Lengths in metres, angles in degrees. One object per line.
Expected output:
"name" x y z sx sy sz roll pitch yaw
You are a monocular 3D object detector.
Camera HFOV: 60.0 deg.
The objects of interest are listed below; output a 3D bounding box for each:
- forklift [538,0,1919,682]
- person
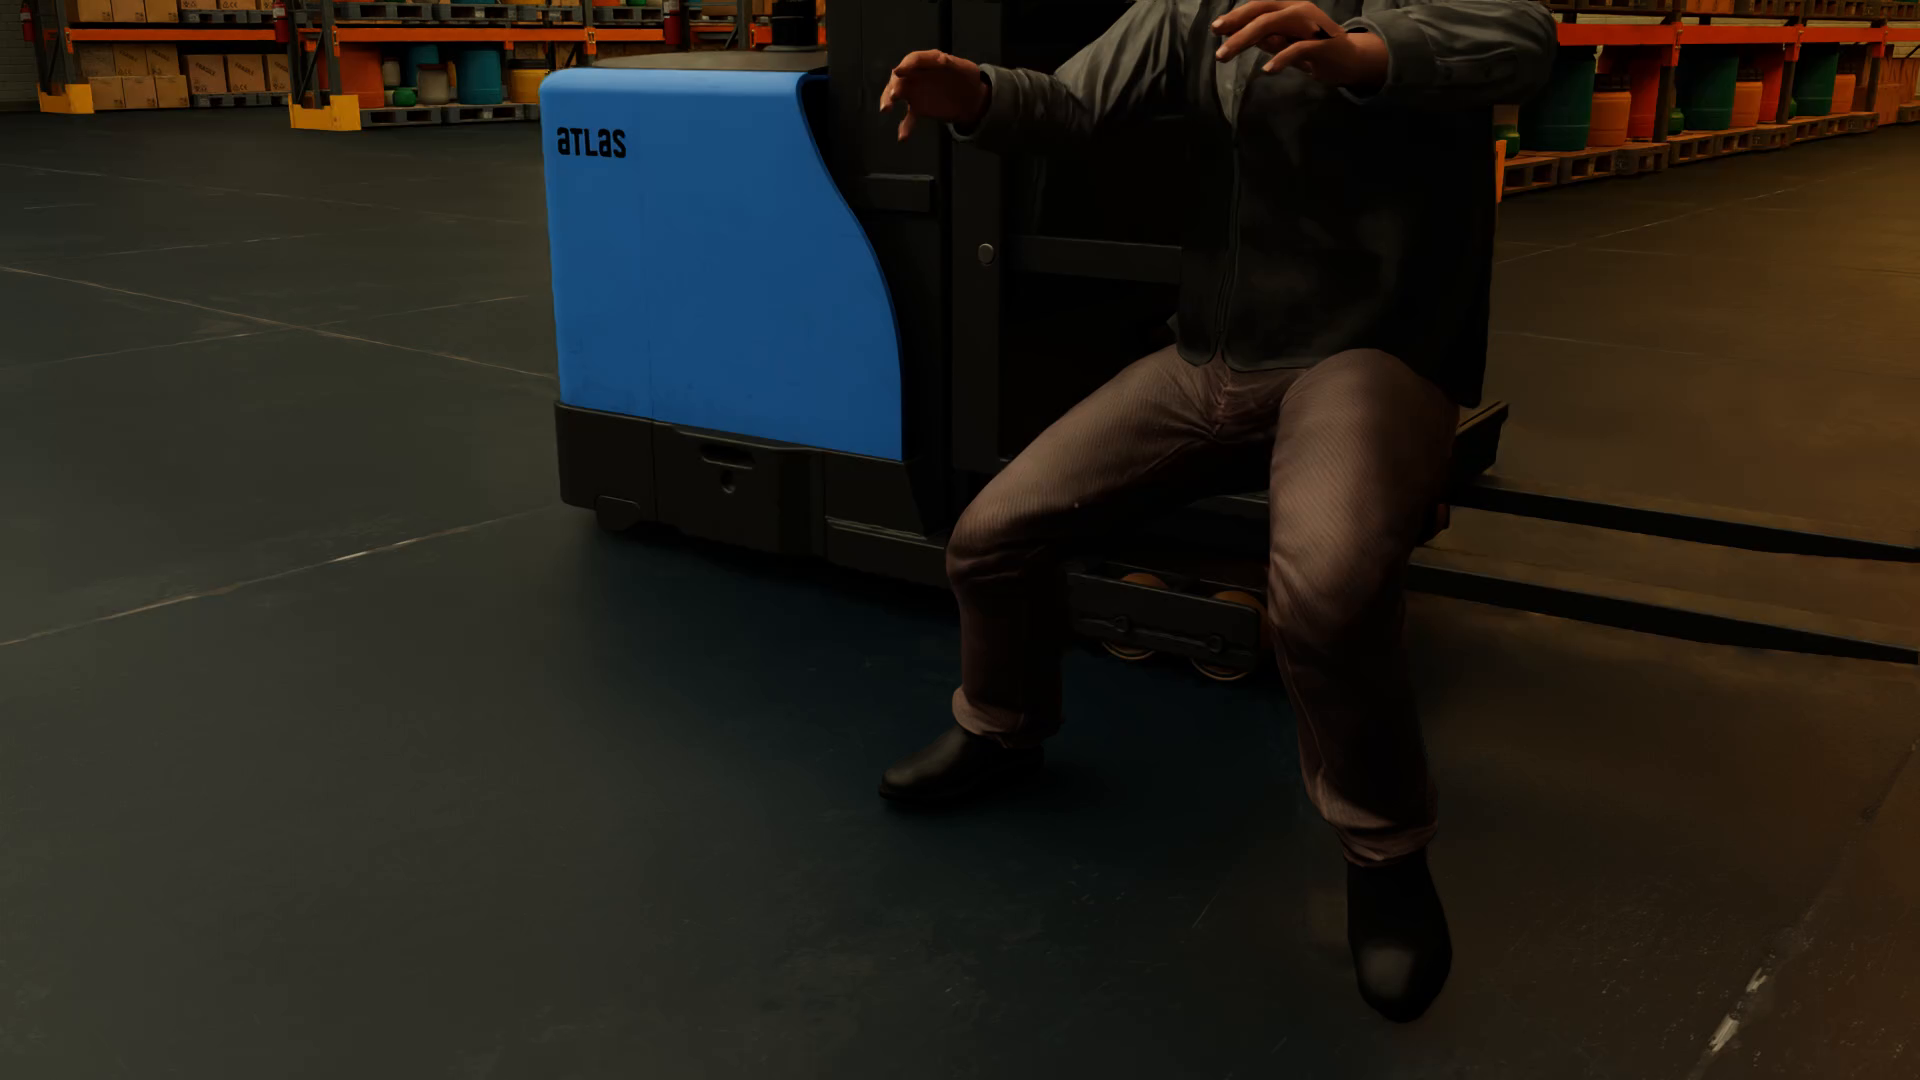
"forklift" 0.541 -1.316 3.231 3.031 2.935 1.130 11 20 32
"person" 0.296 -0.247 2.125 0.761 1.511 0.956 -10 19 -29
